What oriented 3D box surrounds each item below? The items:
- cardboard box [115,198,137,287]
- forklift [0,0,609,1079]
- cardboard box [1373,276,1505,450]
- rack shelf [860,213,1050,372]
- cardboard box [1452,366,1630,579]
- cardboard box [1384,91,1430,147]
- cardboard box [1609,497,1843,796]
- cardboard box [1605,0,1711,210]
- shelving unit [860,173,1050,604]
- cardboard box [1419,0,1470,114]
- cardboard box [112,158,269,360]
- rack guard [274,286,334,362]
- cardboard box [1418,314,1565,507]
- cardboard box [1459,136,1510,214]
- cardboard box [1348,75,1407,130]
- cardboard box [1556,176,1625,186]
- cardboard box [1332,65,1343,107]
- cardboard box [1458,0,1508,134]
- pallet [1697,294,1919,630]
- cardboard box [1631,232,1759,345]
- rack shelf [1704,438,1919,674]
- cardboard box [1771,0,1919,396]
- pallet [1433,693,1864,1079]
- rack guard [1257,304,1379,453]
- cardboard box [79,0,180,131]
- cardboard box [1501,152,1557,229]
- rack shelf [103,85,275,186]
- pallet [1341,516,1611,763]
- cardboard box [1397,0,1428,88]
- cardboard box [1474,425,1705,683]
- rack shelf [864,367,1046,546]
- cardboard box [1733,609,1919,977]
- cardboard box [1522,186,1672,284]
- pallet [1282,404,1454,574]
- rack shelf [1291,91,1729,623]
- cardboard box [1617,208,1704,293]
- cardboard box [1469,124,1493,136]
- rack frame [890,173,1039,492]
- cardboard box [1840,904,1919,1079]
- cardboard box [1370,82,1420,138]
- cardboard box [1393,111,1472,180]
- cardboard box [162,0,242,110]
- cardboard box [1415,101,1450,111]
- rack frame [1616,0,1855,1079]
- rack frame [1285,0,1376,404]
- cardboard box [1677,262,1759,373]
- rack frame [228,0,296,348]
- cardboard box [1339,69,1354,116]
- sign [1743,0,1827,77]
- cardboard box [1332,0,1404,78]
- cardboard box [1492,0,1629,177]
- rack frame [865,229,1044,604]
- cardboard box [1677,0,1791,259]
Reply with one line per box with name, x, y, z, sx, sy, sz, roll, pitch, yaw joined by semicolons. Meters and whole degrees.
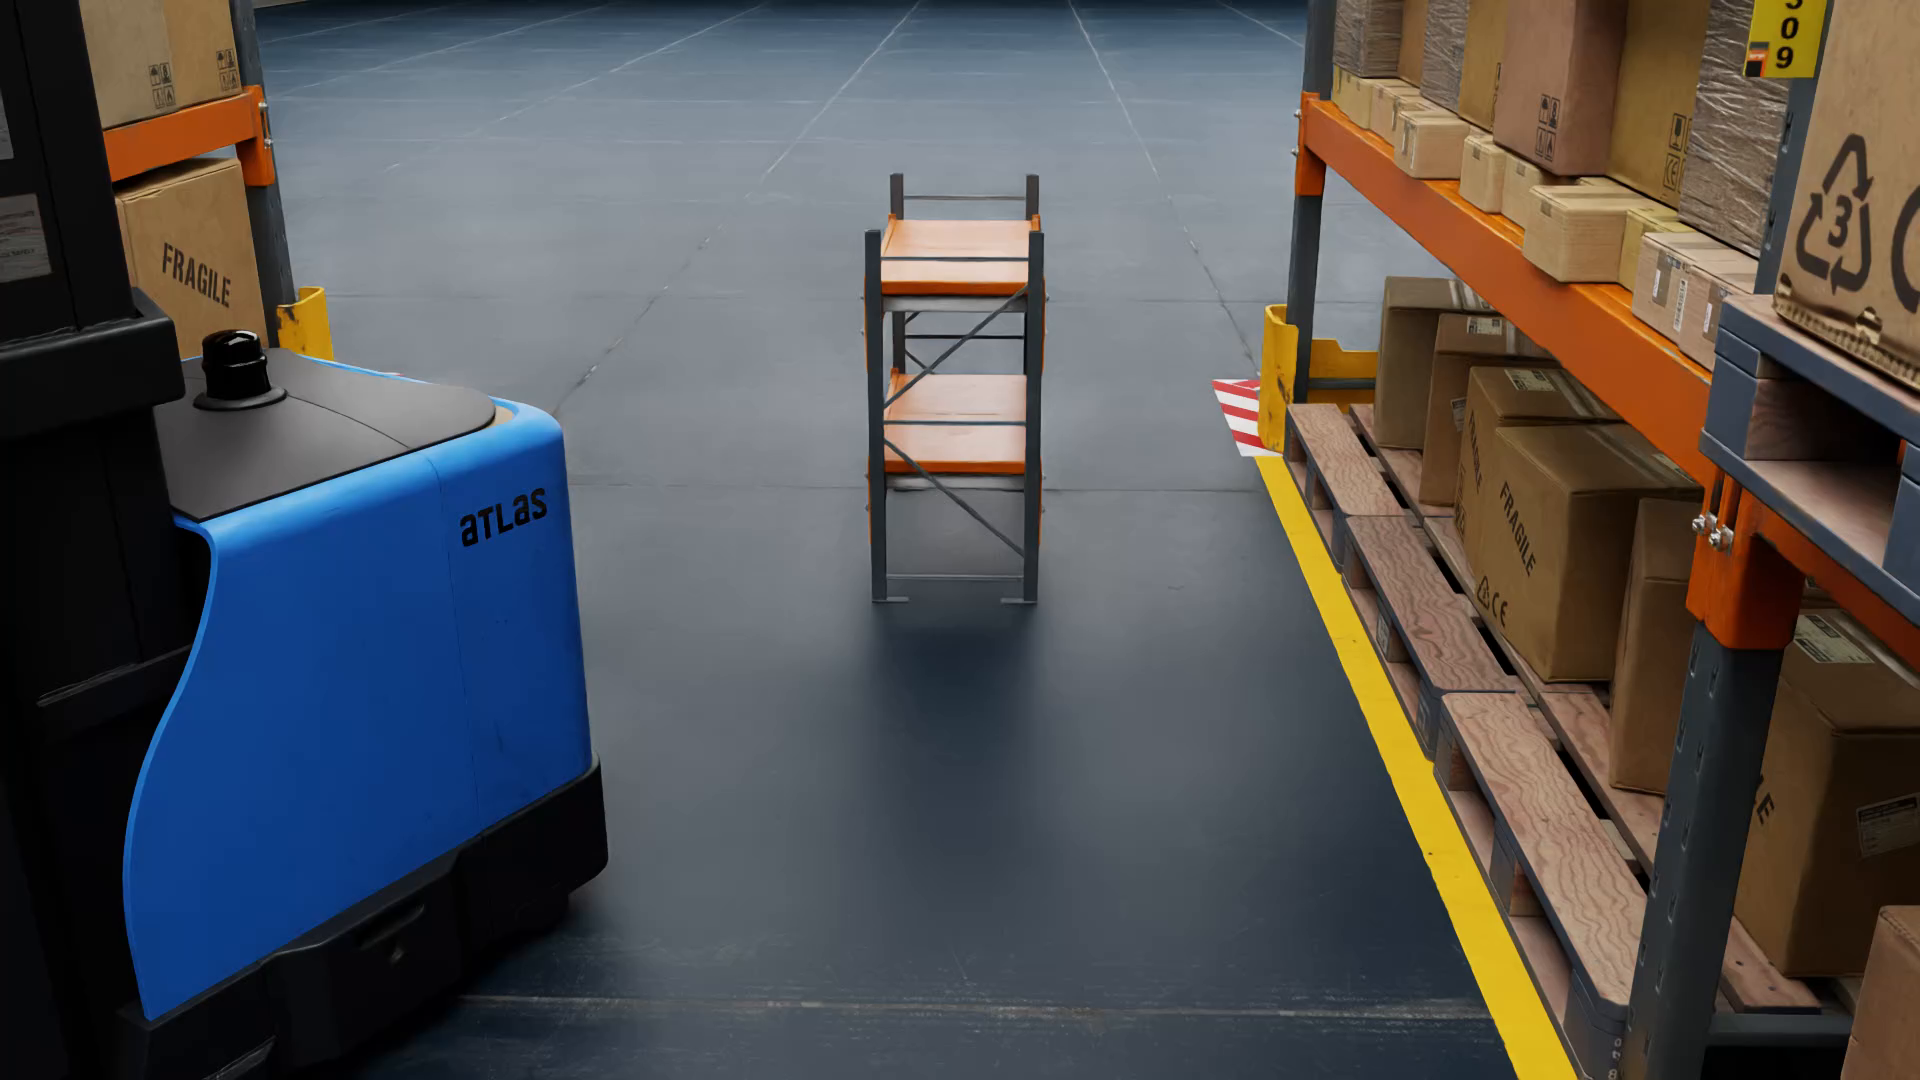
cardboard box;-3.160;-0.549;5.154;0.875;0.875;0.875;0;21;1
forklift;-1.976;-0.265;2.160;1.130;2.935;3.031;13;25;30
cardboard box;1.738;-0.622;5.860;0.500;0.500;0.500;5;22;12
rack shelf;0.000;-0.795;5.213;0.538;0.278;1.000;1;21;2
cardboard box;1.716;-0.179;4.719;0.500;0.500;0.500;3;21;7
cardboard box;1.476;-1.238;4.920;0.380;0.149;0.250;1;21;2
cardboard box;1.714;0.248;3.619;0.500;0.500;0.500;8;22;19
cardboard box;1.778;-0.898;3.148;0.875;0.500;0.500;1;21;2
shelving unit;0.000;-0.522;5.319;0.538;1.125;1.048;1;21;2
cardboard box;1.776;-1.441;4.547;0.875;0.500;0.500;1;21;2
cardboard box;-3.136;-0.867;5.974;0.875;0.875;0.875;1;21;2
rack guard;-3.180;-0.751;6.774;1.175;0.500;0.348;1;21;2
cardboard box;1.754;-0.405;5.302;0.500;0.500;0.500;6;22;16
cardboard box;1.425;-0.877;3.989;0.380;0.149;0.250;1;21;2
cardboard box;1.477;-1.419;5.386;0.380;0.149;0.250;1;21;2
cardboard box;1.485;-0.695;3.521;0.380;0.149;0.250;1;21;2
cardboard box;1.527;-1.599;5.851;0.380;0.149;0.250;1;21;2
cardboard box;1.749;-1.261;4.082;0.875;0.500;0.500;1;21;2
pallet;1.483;-0.006;1.664;1.003;0.211;1.213;1;21;2
cardboard box;1.382;-0.425;2.824;0.380;0.149;0.250;1;21;2
rack shelf;1.591;0.688;0.604;1.077;0.370;4.000;1;21;2
cardboard box;1.488;-0.560;1.417;1.000;1.000;1.000;1;21;2
pallet;1.637;0.686;3.469;1.003;0.211;1.213;1;21;2
rack guard;1.771;-0.624;6.446;1.175;0.500;0.348;1;21;2
cardboard box;-3.142;-1.644;5.412;0.875;0.550;0.550;1;21;2
cardboard box;1.452;-0.786;3.755;0.380;0.149;0.250;1;21;2
rack shelf;-3.242;-0.849;4.566;1.077;0.370;4.000;1;21;2
pallet;1.671;0.244;4.608;1.003;0.211;1.213;1;21;2
cardboard box;1.834;-1.622;5.012;0.875;0.500;0.500;1;21;2
cardboard box;1.654;0.022;4.200;0.500;0.500;0.500;-1;21;-3
rack shelf;0.000;-0.294;5.408;0.538;0.278;1.000;1;21;2
cardboard box;1.704;0.455;3.085;0.500;0.500;0.500;0;21;0
cardboard box;1.346;-0.606;3.292;0.380;0.149;0.250;1;21;2
pallet;1.711;-0.196;5.742;1.003;0.211;1.213;1;21;2
rack shelf;1.713;-0.758;4.331;1.077;0.370;4.000;1;21;2
cardboard box;1.449;-0.514;3.055;0.380;0.149;0.250;1;21;2
cardboard box;1.509;-0.966;4.220;0.380;0.149;0.250;1;21;2
rack frame;0.015;-0.706;5.793;0.500;1.125;0.032;1;21;2
cardboard box;1.612;0.811;2.138;0.700;0.500;0.500;-1;21;-3
cardboard box;1.490;-1.328;5.153;0.380;0.149;0.250;1;21;2
cardboard box;1.384;-1.058;4.456;0.380;0.149;0.250;1;21;2
cardboard box;-3.147;-1.843;5.925;0.875;0.550;0.550;1;21;2
cardboard box;1.495;-1.147;4.686;0.380;0.149;0.250;1;21;2
rack frame;1.649;-0.371;2.337;0.949;2.616;0.053;1;21;2
rack frame;1.774;-1.817;6.065;1.000;3.000;0.127;1;21;2
cardboard box;1.365;-0.334;2.592;0.380;0.149;0.250;1;21;2
rack frame;-3.181;-1.908;6.300;1.000;3.000;0.127;1;21;2
cardboard box;1.500;-1.509;5.619;0.380;0.149;0.250;1;21;2
sign;1.109;-0.777;2.189;0.100;0.325;0.005;1;21;2
cardboard box;1.729;-1.804;5.481;0.875;0.500;0.500;1;21;2
cardboard box;1.692;-1.080;3.617;0.875;0.500;0.500;1;21;2
rack frame;-0.016;-0.338;4.845;0.500;1.125;0.032;1;21;2
cardboard box;1.727;-0.718;2.683;0.875;0.500;0.500;1;21;2
